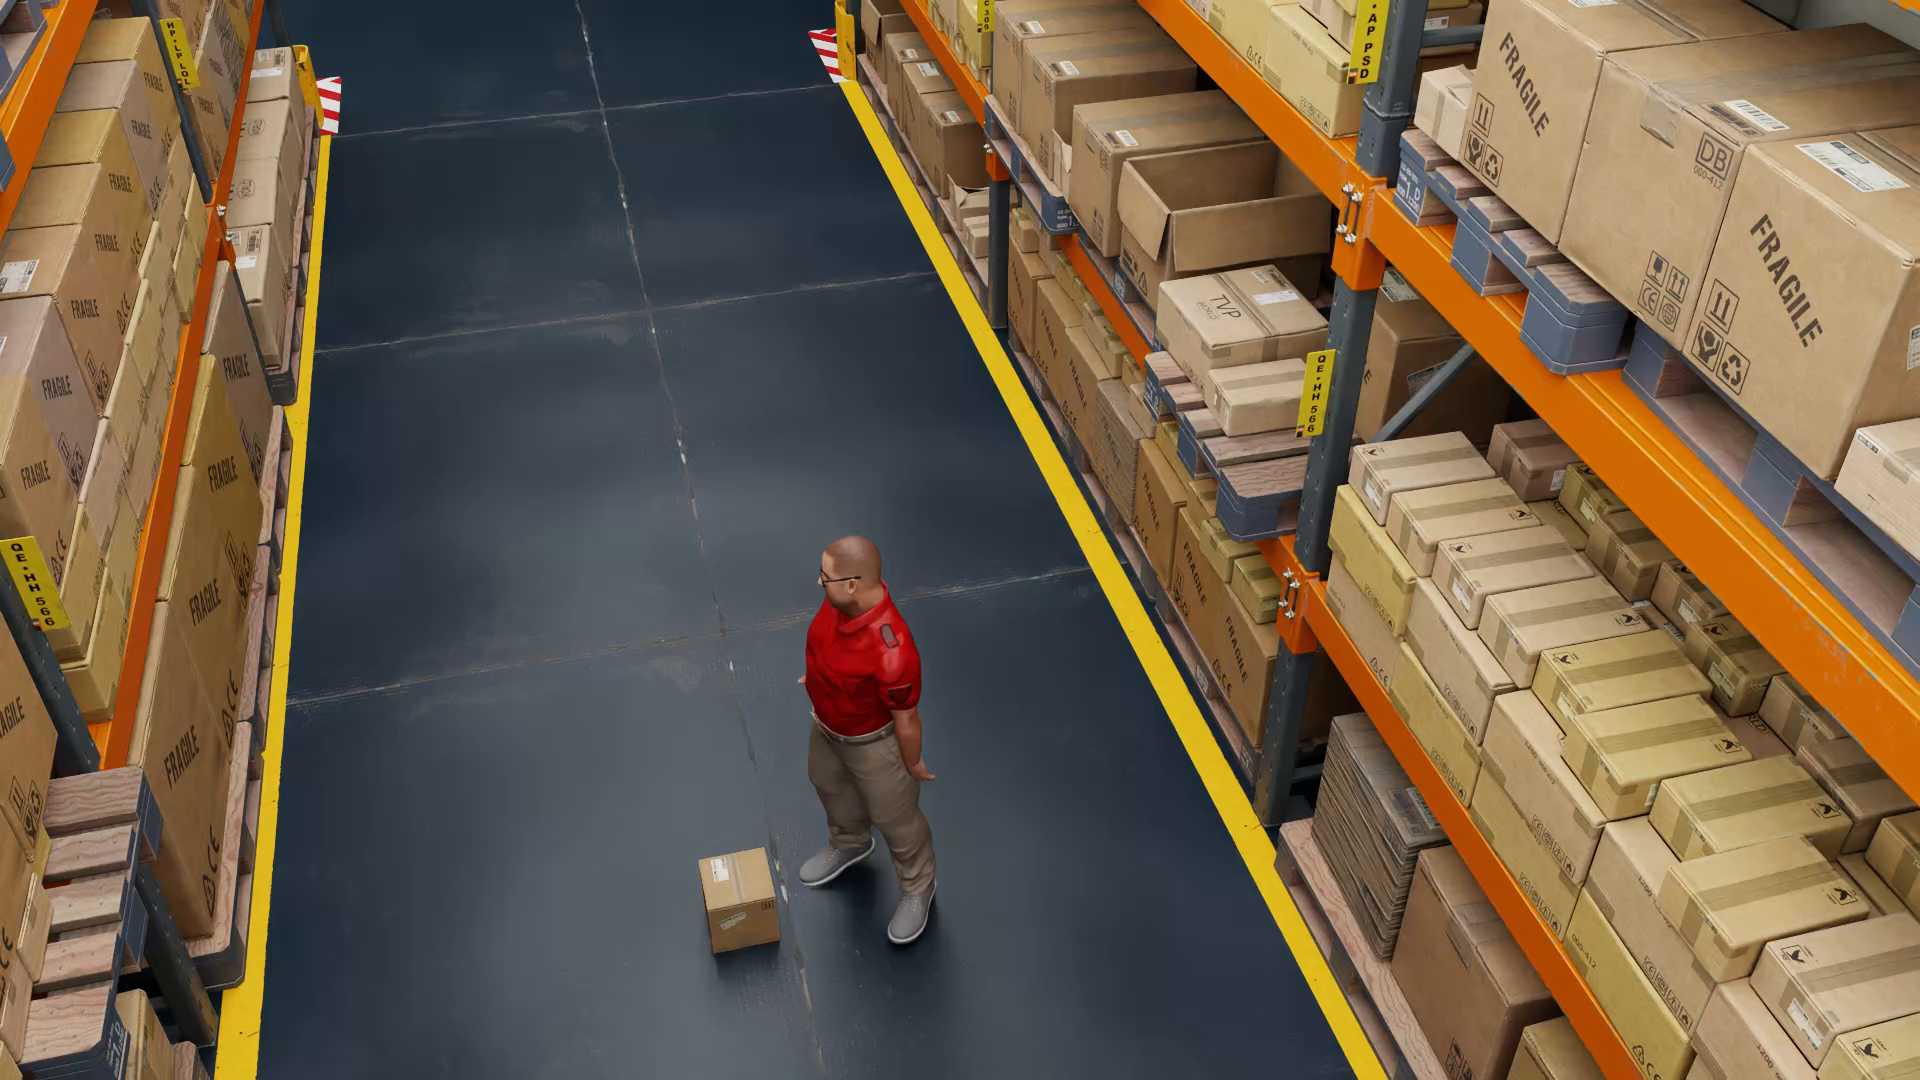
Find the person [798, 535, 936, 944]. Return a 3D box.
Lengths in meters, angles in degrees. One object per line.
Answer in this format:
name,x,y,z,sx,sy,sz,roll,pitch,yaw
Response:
person,-0.355,0.655,5.878,0.435,1.766,0.689,-19,42,-23
